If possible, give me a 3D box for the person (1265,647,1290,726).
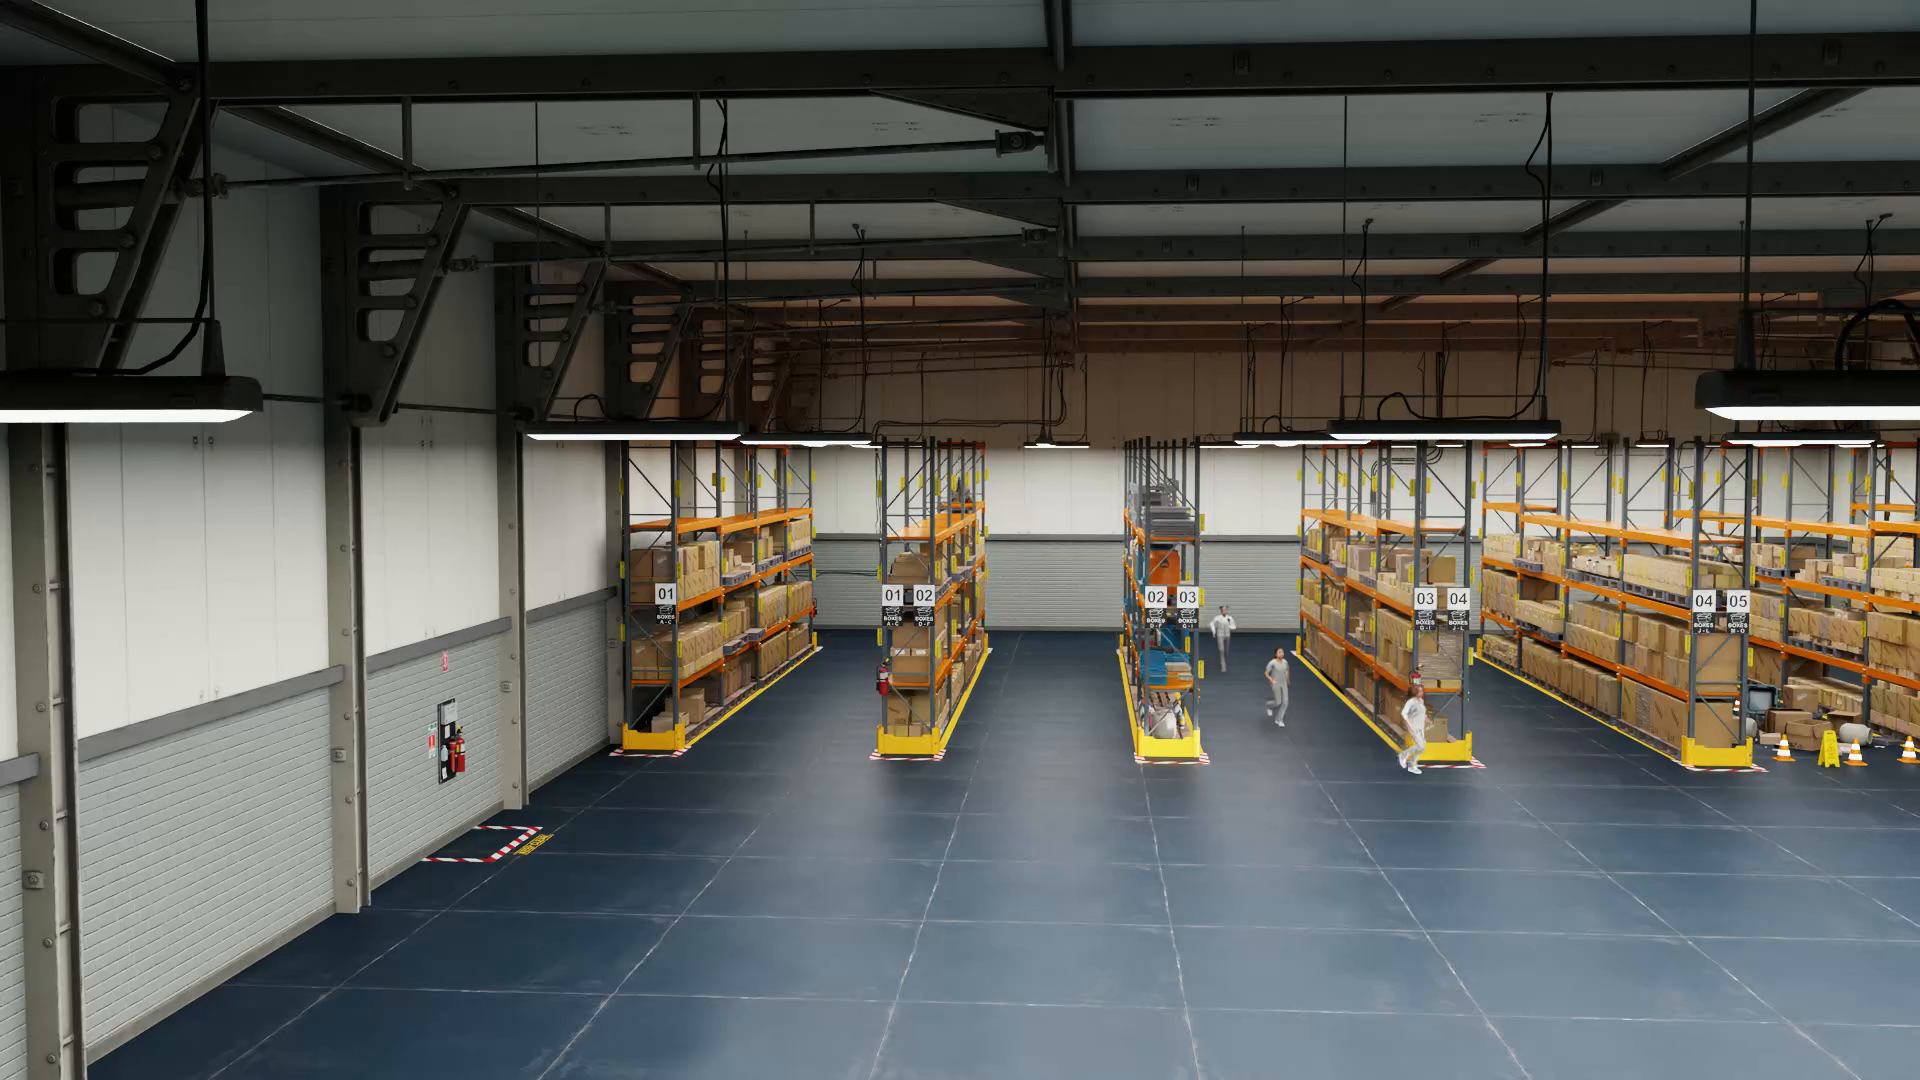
[{"bbox_3d":[6.665,3.058,34.886,0.573,1.640,0.624,-1,3,-17],"label":"person"}]

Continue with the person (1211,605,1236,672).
[{"bbox_3d":[6.870,2.540,43.293,0.604,1.704,0.915,0,3,-5],"label":"person"}]

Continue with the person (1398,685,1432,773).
[{"bbox_3d":[8.112,3.361,29.614,0.537,1.570,0.552,3,4,44],"label":"person"}]
